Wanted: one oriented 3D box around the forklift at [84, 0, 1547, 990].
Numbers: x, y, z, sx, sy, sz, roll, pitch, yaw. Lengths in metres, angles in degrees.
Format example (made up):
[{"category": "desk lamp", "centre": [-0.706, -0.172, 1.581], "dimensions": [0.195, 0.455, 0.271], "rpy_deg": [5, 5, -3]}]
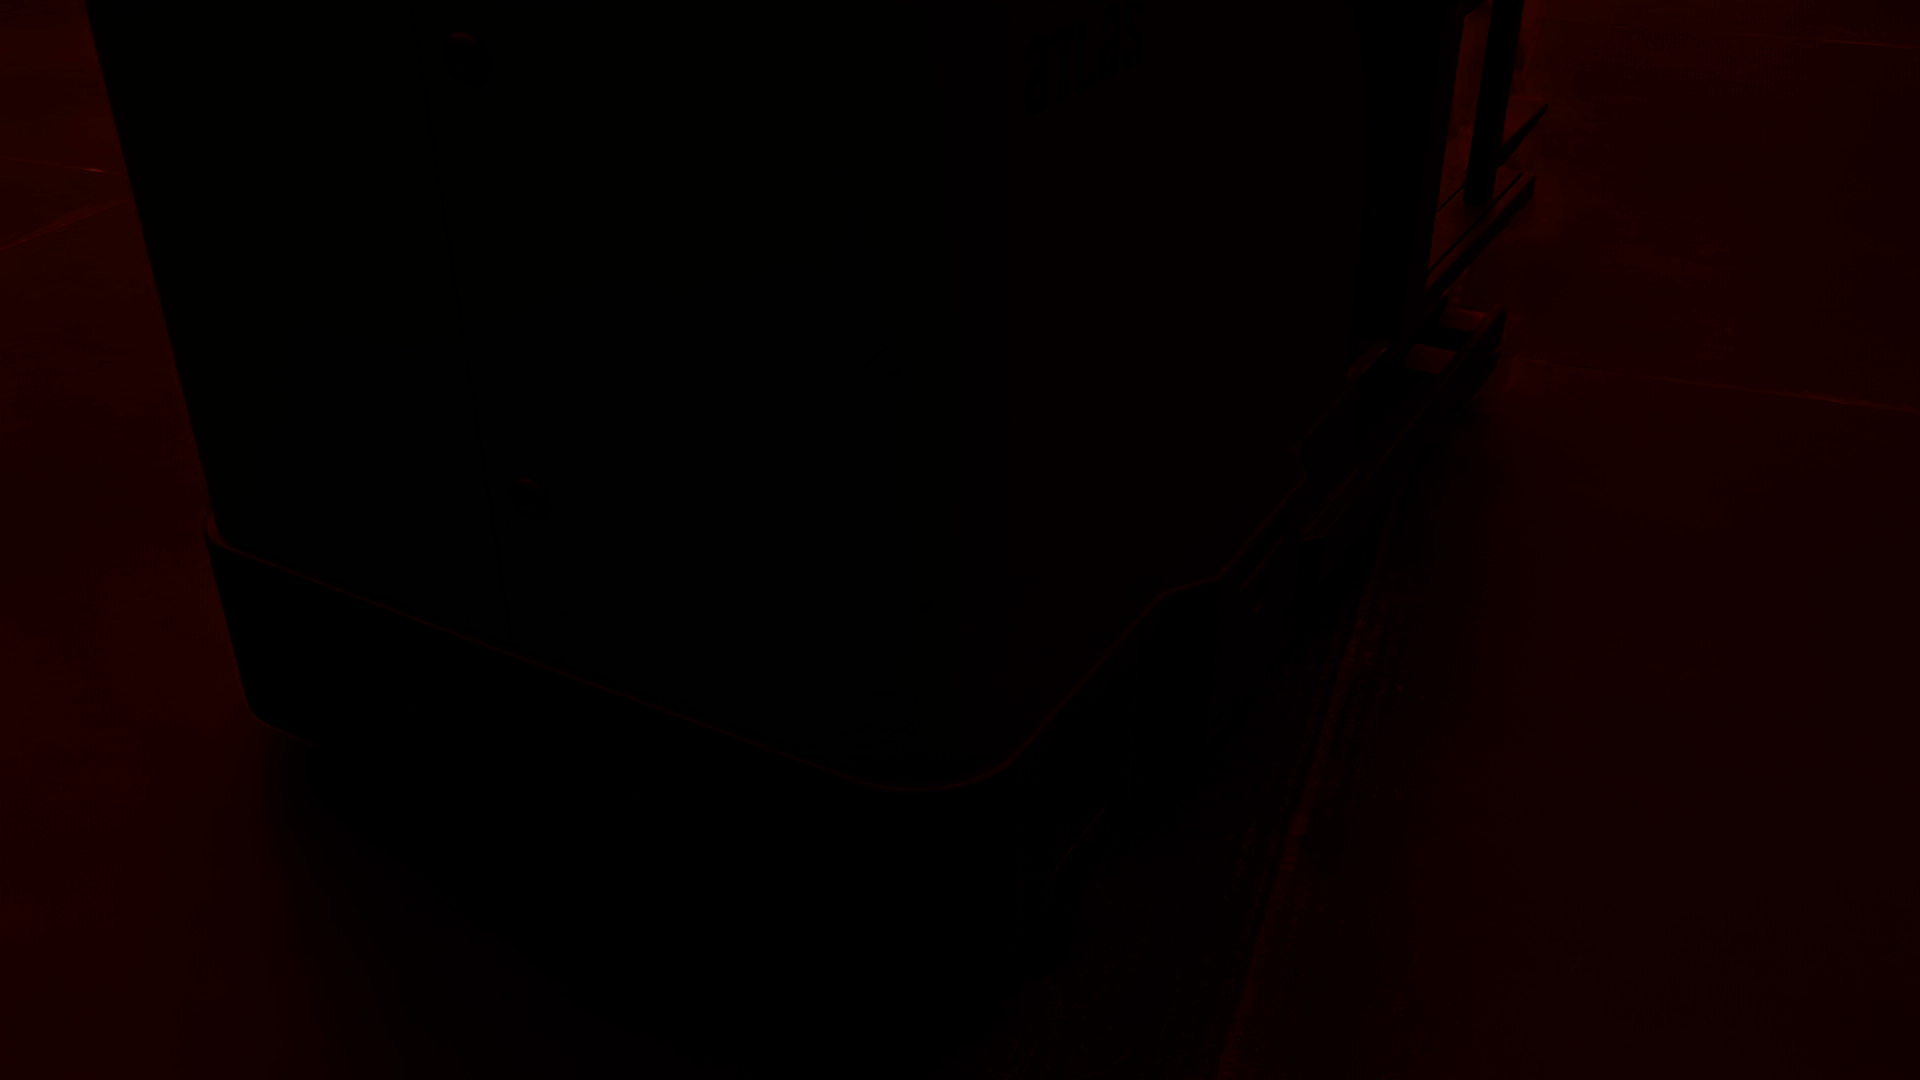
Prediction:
[{"category": "forklift", "centre": [0.302, -1.537, 2.239], "dimensions": [1.130, 2.935, 3.031], "rpy_deg": [16, 33, 26]}]
